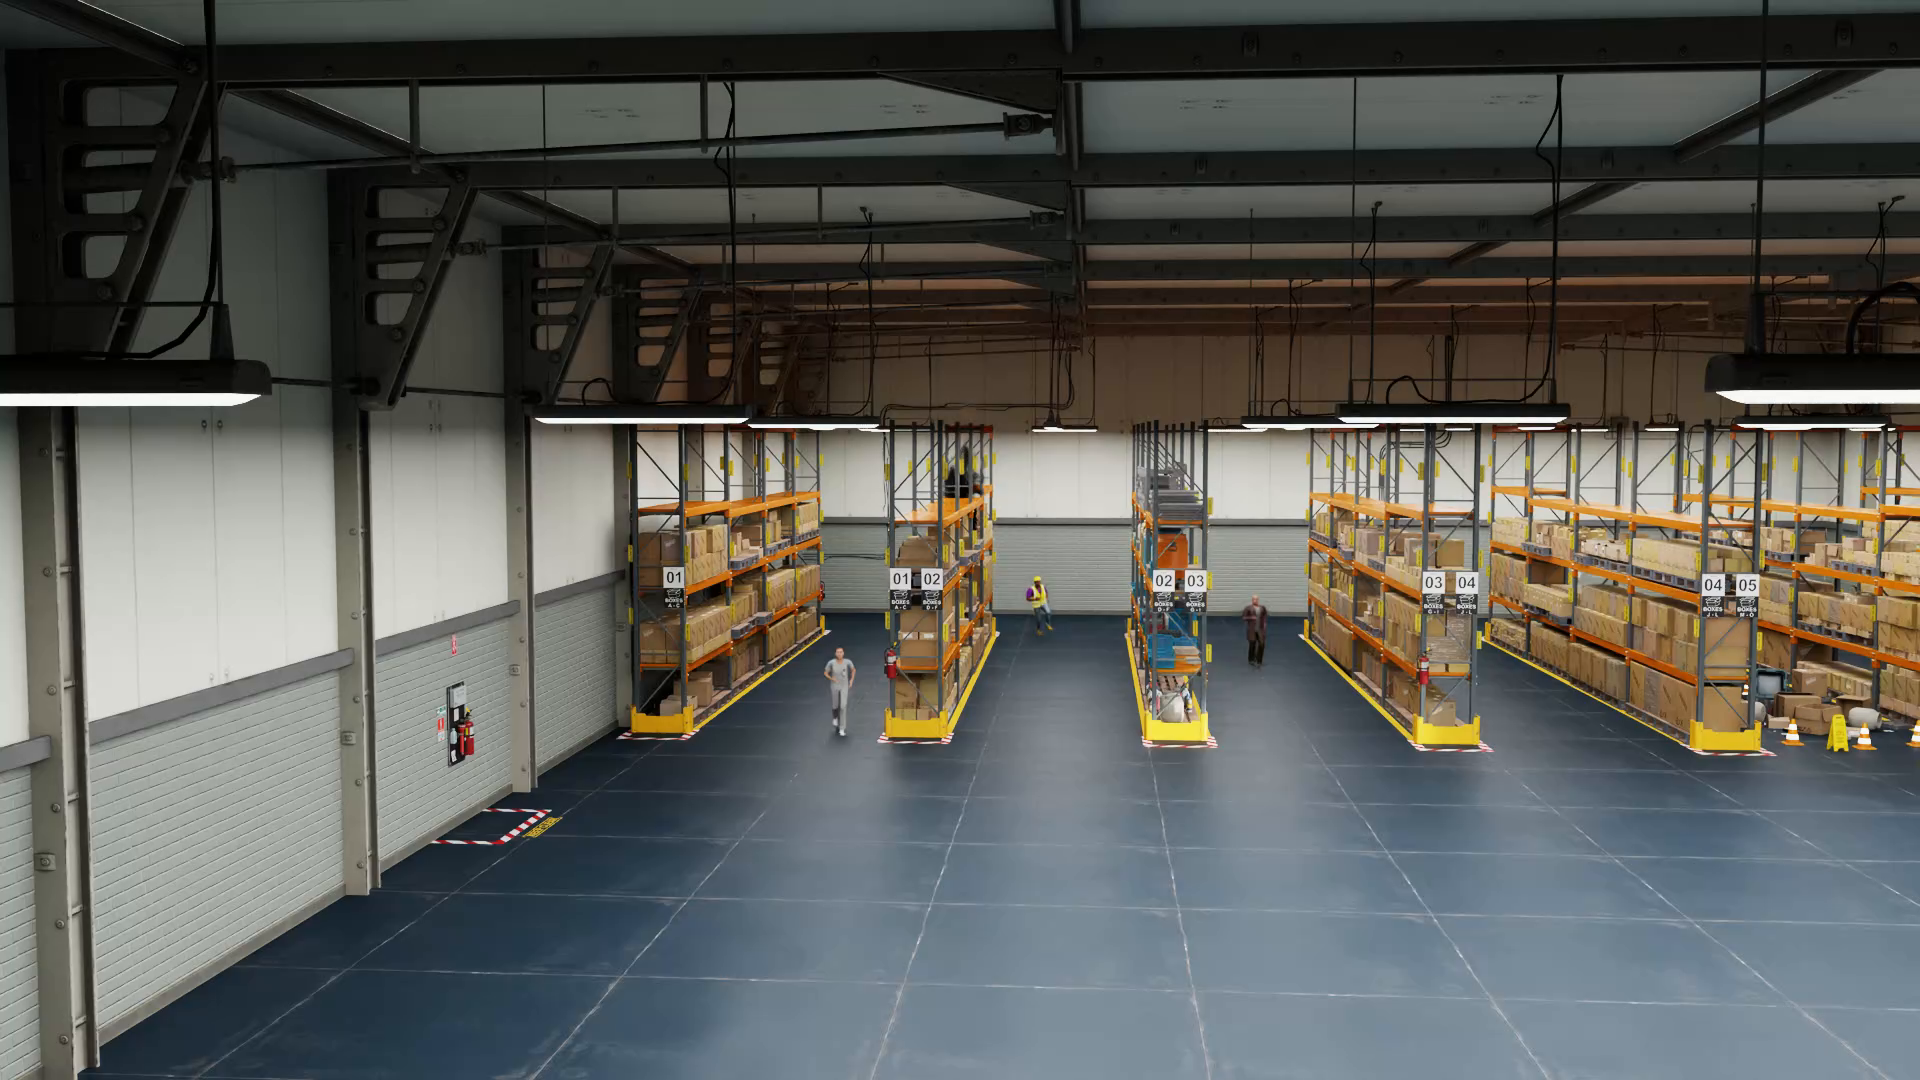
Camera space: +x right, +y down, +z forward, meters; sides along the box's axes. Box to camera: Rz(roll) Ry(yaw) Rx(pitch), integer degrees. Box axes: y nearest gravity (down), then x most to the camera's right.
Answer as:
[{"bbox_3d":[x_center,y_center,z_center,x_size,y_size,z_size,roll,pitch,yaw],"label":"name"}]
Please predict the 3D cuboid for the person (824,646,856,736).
[{"bbox_3d":[-2.313,2.881,32.020,0.606,1.697,0.905,0,4,-4],"label":"person"}]

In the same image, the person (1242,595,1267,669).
[{"bbox_3d":[7.261,2.260,40.819,0.688,1.834,0.785,0,4,-4],"label":"person"}]

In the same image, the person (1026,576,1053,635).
[{"bbox_3d":[2.195,1.869,46.832,0.719,1.709,0.941,-1,4,-16],"label":"person"}]

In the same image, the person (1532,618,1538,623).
[{"bbox_3d":[16.599,1.836,47.324,0.908,1.808,0.653,0,4,1],"label":"person"}]
